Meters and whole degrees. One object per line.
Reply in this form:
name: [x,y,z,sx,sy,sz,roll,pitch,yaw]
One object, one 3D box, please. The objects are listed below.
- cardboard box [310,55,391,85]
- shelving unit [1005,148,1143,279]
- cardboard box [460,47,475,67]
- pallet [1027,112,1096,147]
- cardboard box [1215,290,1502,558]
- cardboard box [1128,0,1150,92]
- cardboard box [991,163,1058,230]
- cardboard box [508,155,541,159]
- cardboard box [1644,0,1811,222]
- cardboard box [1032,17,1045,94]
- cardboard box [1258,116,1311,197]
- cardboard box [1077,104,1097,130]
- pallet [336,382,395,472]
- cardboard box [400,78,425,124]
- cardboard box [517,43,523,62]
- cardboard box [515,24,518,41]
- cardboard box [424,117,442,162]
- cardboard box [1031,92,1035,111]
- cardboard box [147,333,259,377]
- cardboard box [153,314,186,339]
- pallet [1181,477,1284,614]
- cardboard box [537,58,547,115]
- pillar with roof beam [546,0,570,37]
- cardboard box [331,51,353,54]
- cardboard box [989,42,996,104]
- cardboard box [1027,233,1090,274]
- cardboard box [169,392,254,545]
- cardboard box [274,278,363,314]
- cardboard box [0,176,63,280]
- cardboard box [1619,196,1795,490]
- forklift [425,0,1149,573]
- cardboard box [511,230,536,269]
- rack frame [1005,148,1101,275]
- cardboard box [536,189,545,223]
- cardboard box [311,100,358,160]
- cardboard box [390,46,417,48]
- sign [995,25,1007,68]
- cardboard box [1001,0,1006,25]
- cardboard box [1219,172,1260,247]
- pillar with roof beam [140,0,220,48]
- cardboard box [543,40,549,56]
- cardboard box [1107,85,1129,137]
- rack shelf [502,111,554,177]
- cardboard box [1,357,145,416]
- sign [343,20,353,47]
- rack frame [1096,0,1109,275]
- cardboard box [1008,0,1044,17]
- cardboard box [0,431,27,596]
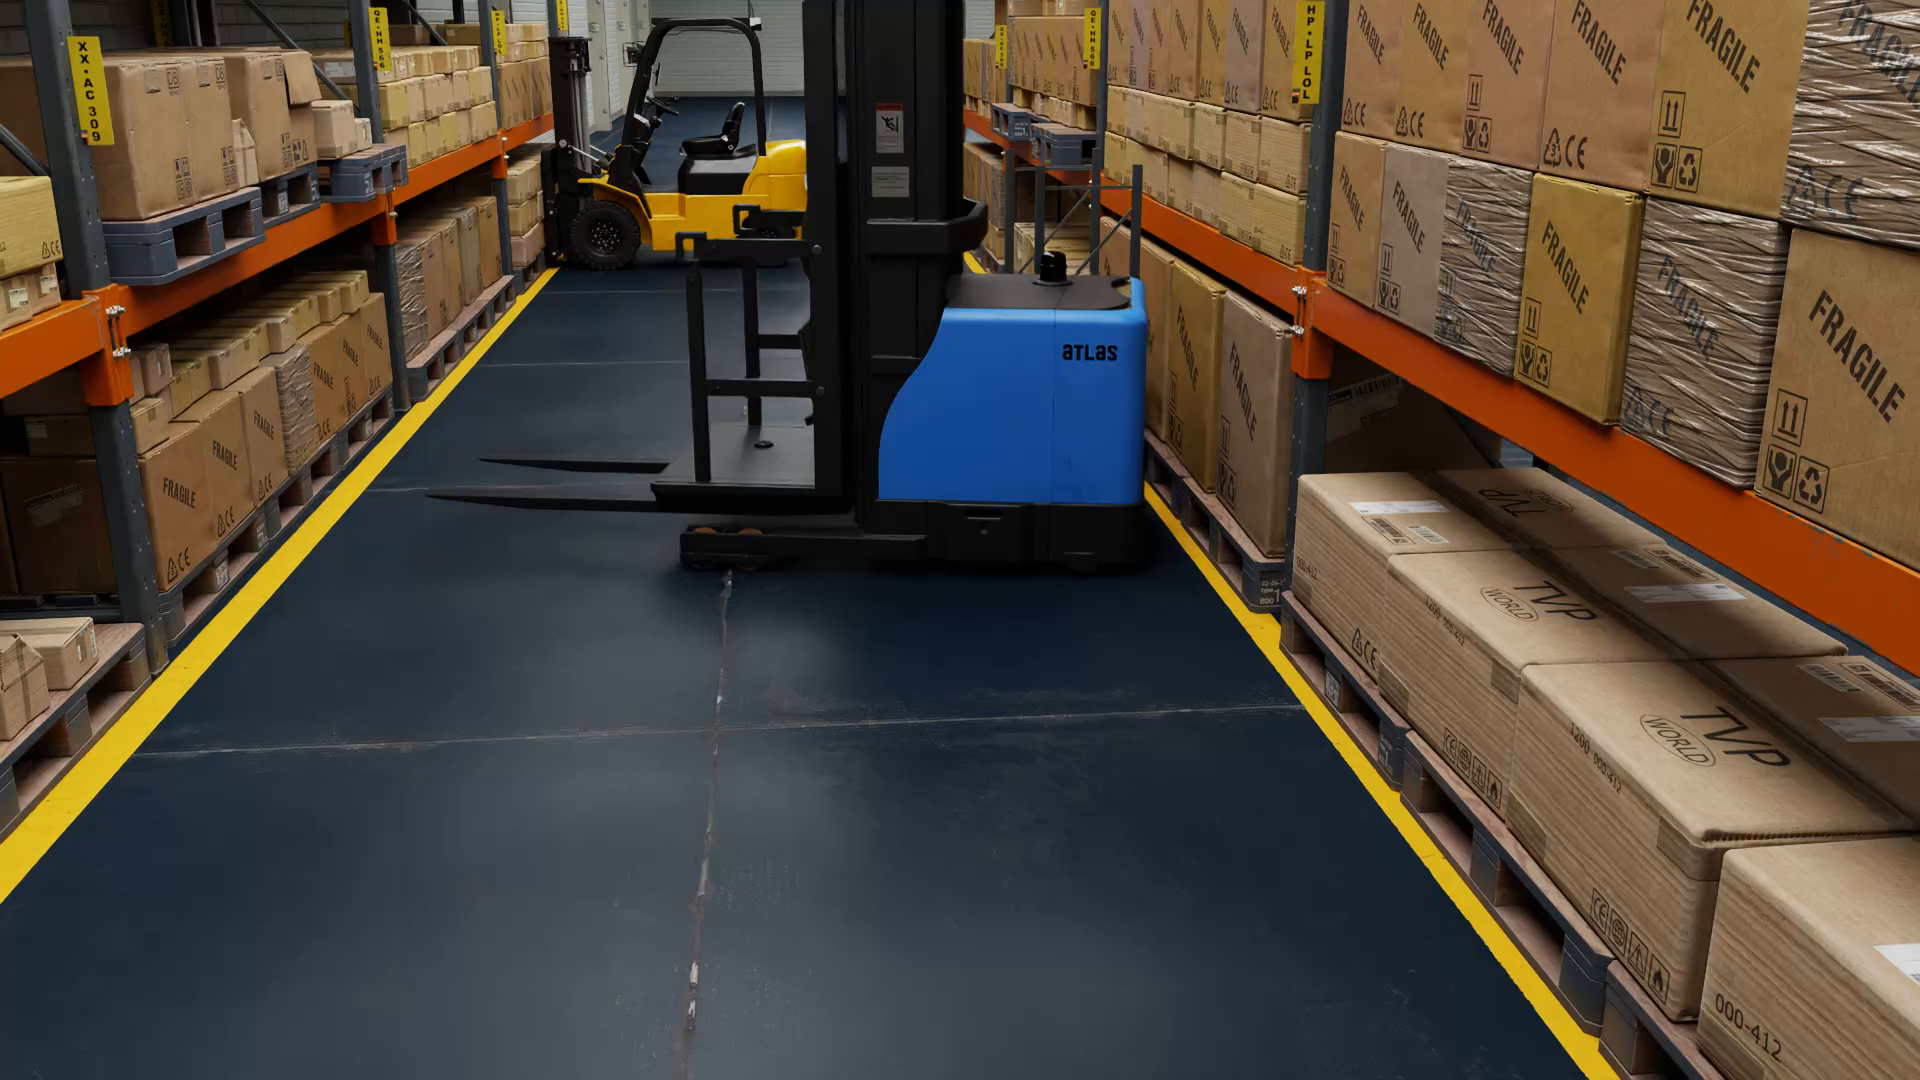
cardboard box: [-3.395,-2.615,9.250,0.380,0.149,0.250,-1,17,-4]
shelving unit: [0.545,-1.172,8.407,0.587,1.500,1.083,-2,18,-6]
cardboard box: [-3.767,-3.532,12.169,0.380,0.149,0.250,-2,18,-6]
pallet: [1.037,-2.806,11.426,1.003,0.211,1.213,-2,18,-6]
cardboard box: [1.550,-0.486,6.563,0.875,0.875,0.875,-1,17,-4]
cardboard box: [1.150,-2.531,8.396,0.500,0.500,0.500,-2,18,-5]
cardboard box: [0.541,-2.915,14.091,0.500,0.500,0.500,-2,18,-6]
cardboard box: [-3.958,-3.322,14.972,0.500,0.250,0.500,-2,18,-7]
cardboard box: [1.689,-0.888,3.163,0.500,0.500,0.500,-2,18,-6]
cardboard box: [0.785,-3.292,11.291,0.500,0.500,0.500,-2,18,-8]
cardboard box: [1.407,-1.408,6.069,0.500,0.250,0.500,-2,18,-6]
cardboard box: [0.914,-2.557,10.033,0.380,0.149,0.250,-2,17,-5]
pallet: [-3.616,-0.600,8.736,1.003,0.211,1.213,-2,18,-6]
cardboard box: [-3.509,-2.610,9.899,0.500,0.250,0.500,-1,17,-4]
cardboard box: [-3.899,-4.114,14.024,0.380,0.149,0.250,-2,18,-6]
cardboard box: [-4.061,-4.404,14.452,0.380,0.149,0.250,-2,18,-5]
cardboard box: [-3.565,-2.526,10.465,0.500,0.250,0.500,-2,18,-7]
cardboard box: [0.719,-3.172,11.991,0.380,0.149,0.250,-2,17,-5]
cardboard box: [-3.212,-0.782,7.049,0.380,0.149,0.250,-1,17,-4]
cardboard box: [-3.725,-0.923,7.498,0.380,0.149,0.250,-2,18,-5]
pallet: [1.539,-0.014,6.870,1.003,0.211,1.213,-2,18,-6]
cardboard box: [-4.071,-4.139,15.187,0.500,0.500,0.500,-2,18,-7]
pillar with roof beam: [-2.261,-10.873,26.787,9.100,9.000,0.400,-2,18,-6]
cardboard box: [-4.068,-3.059,10.663,0.380,0.149,0.250,-1,17,-4]
cardboard box: [0.516,-3.968,14.145,0.500,0.500,0.500,-1,17,-4]
cardboard box: [1.003,-2.077,12.470,0.950,0.372,0.625,-1,17,-2]
cardboard box: [-3.134,-0.280,6.532,0.500,0.500,0.500,-2,18,-6]
cardboard box: [-3.294,-1.252,8.546,0.380,0.149,0.250,-3,18,-9]
cardboard box: [-2.948,-0.889,4.754,0.500,0.250,0.500,-1,17,-4]
cardboard box: [1.694,-0.411,3.313,0.500,0.500,0.500,-1,17,-4]
forklift: [-0.727,-1.432,6.845,3.031,2.935,1.130,2,18,5]
cardboard box: [-3.789,-2.389,13.668,0.500,0.250,0.500,-2,18,-5]
rack frame: [0.489,-1.326,8.898,0.500,1.500,0.032,-2,18,-6]
cardboard box: [-3.905,-2.927,14.546,0.500,0.250,0.500,-2,18,-6]
cardboard box: [-3.225,-1.979,8.021,0.500,0.250,0.500,-3,18,-8]
cardboard box: [-4.245,-3.592,12.360,0.380,0.149,0.250,-2,18,-7]
sign: [0.330,-3.894,13.129,0.100,0.325,0.005,-2,18,-6]
cardboard box: [0.771,-5.062,15.961,0.700,0.500,0.500,-2,18,-5]
cardboard box: [1.346,-1.323,6.634,0.500,0.250,0.500,-2,18,-6]
pillar with roof beam: [-0.404,-5.510,9.705,9.100,9.000,0.400,-2,18,-6]
cardboard box: [-4.110,-4.725,15.970,0.380,0.149,0.250,-1,17,-5]
cardboard box: [1.088,-2.317,8.965,0.500,0.250,0.500,-2,18,-6]
rack shelf: [-4.274,-3.599,14.833,1.077,0.370,4.000,-2,18,-6]
cardboard box: [-3.075,-0.535,5.765,0.380,0.149,0.250,-2,18,-7]
sign: [-4.620,-3.779,12.629,0.100,0.325,0.005,-2,18,-6]
rack frame: [1.281,-2.309,9.523,1.000,3.000,0.127,-2,18,-6]
cardboard box: [0.566,-4.049,12.618,0.380,0.149,0.250,-2,18,-6]
cardboard box: [-3.588,-0.107,5.983,0.500,0.500,0.500,-2,18,-6]
